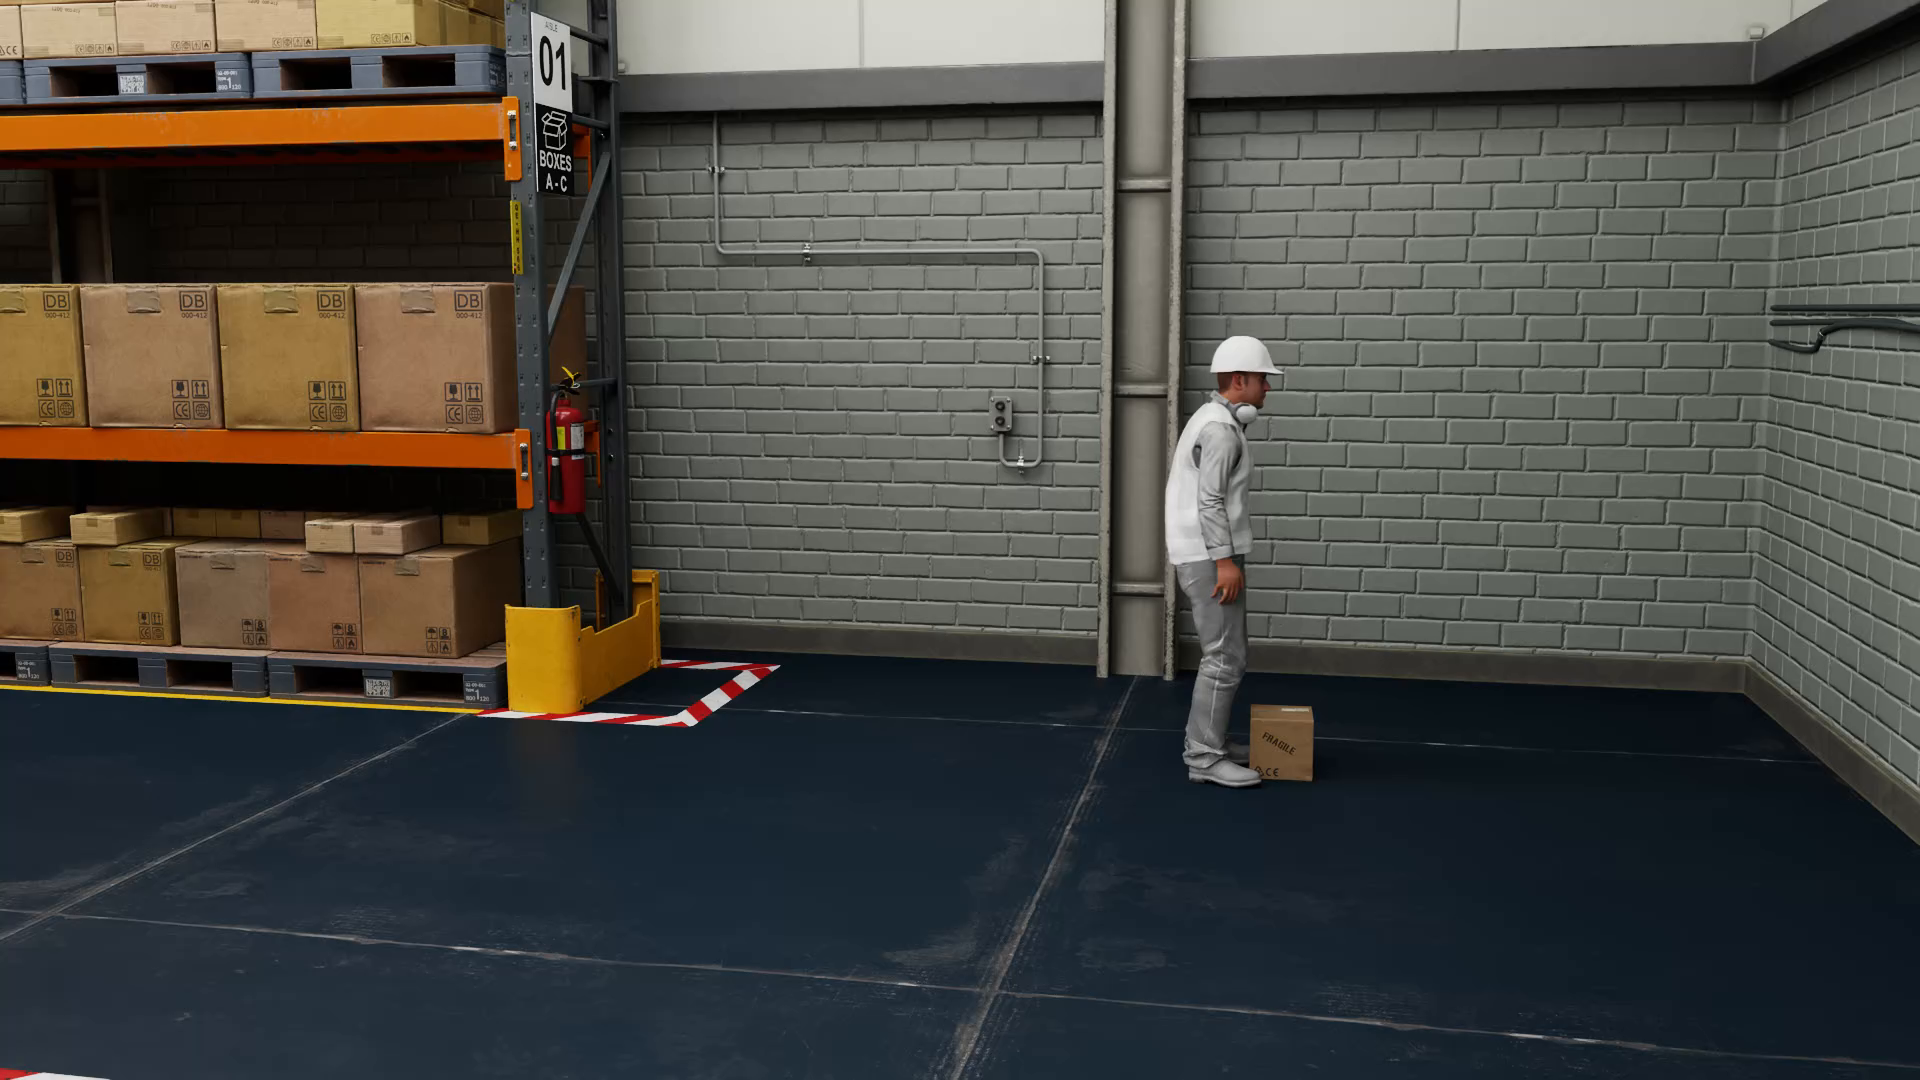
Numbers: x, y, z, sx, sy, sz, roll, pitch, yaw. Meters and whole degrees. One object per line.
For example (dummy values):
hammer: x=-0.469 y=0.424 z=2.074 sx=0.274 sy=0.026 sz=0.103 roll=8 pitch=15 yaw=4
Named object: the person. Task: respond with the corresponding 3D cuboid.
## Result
person: x=1.060 y=0.067 z=6.729 sx=0.464 sy=1.771 sz=0.581 roll=2 pitch=8 yaw=11
